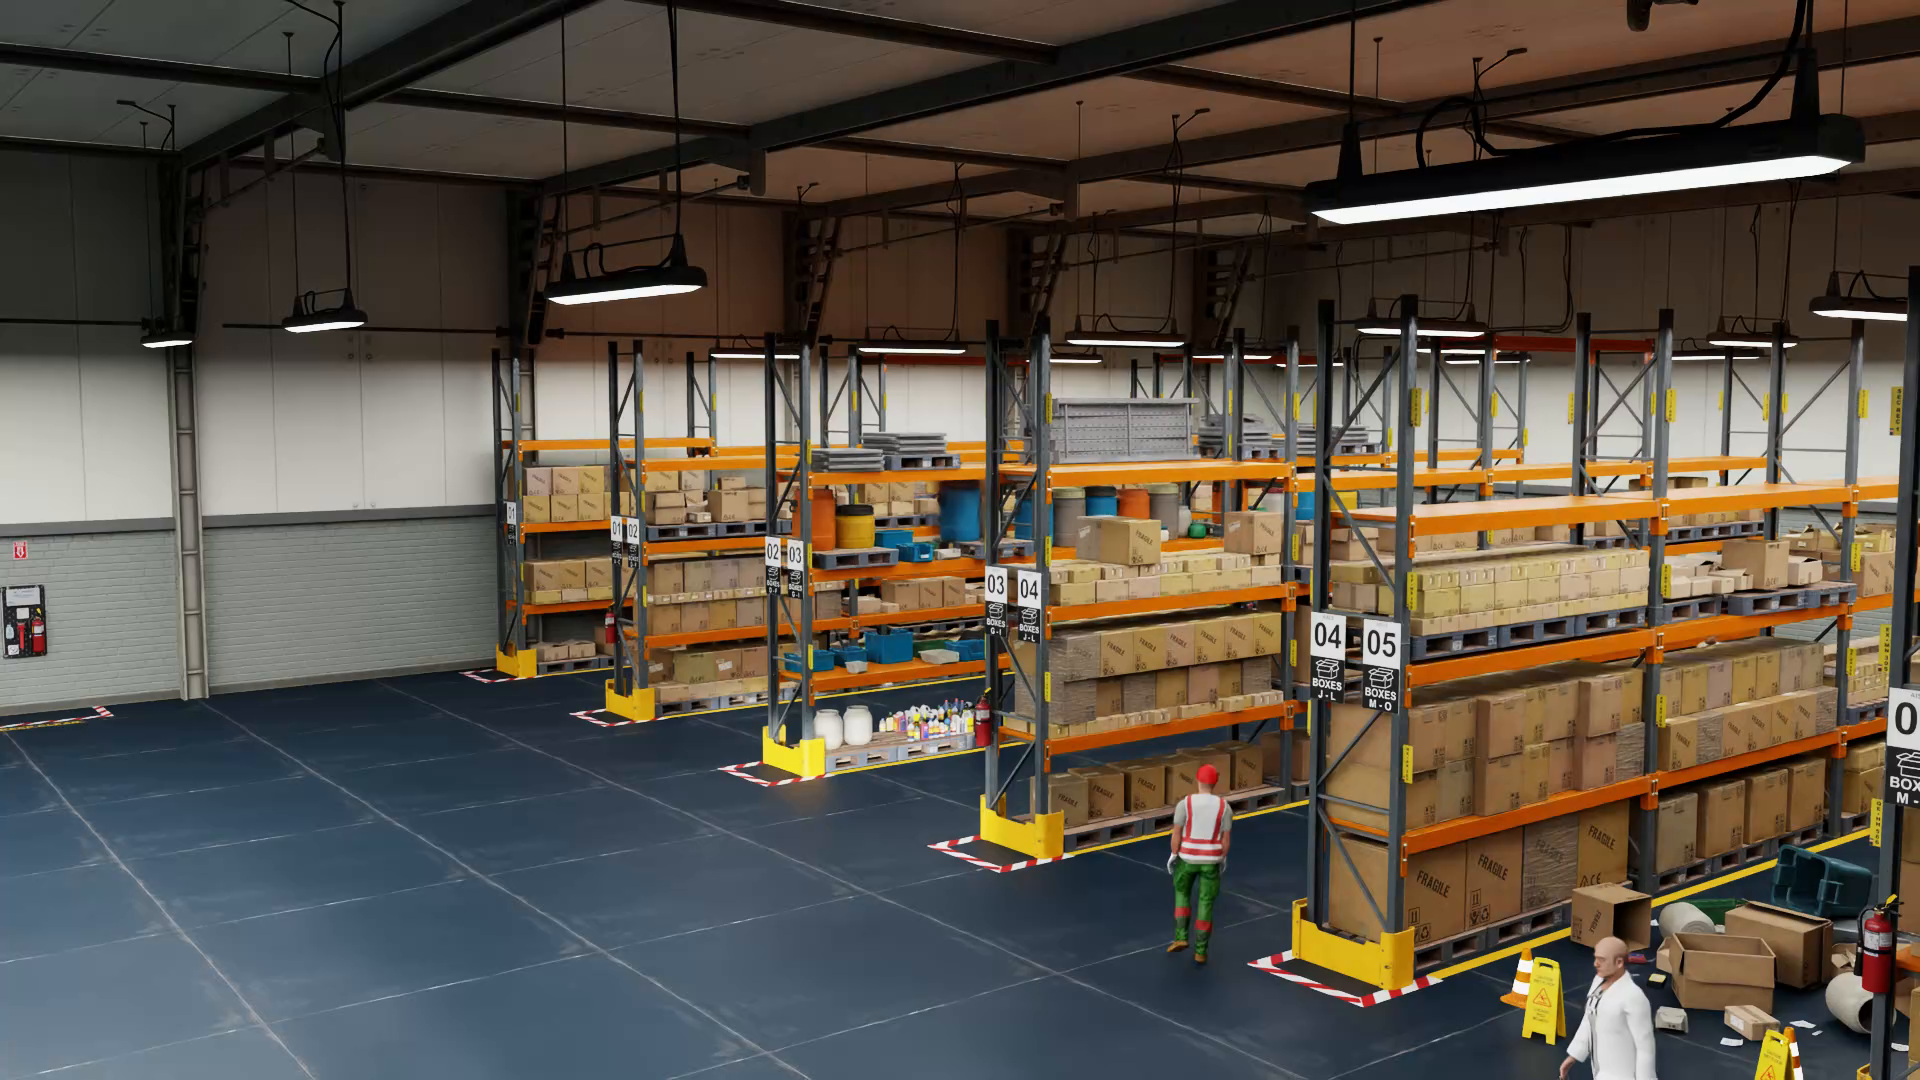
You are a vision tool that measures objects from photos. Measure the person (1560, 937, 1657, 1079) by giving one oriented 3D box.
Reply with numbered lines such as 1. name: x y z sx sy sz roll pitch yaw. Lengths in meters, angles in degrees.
1. person: 4.050 3.409 10.468 1.065 1.628 0.617 0 5 0

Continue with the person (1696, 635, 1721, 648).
1. person: 11.192 2.117 24.857 1.099 1.708 0.622 -4 7 -40

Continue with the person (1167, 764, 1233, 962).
1. person: 2.195 2.940 15.227 0.585 1.794 0.499 1 5 10
